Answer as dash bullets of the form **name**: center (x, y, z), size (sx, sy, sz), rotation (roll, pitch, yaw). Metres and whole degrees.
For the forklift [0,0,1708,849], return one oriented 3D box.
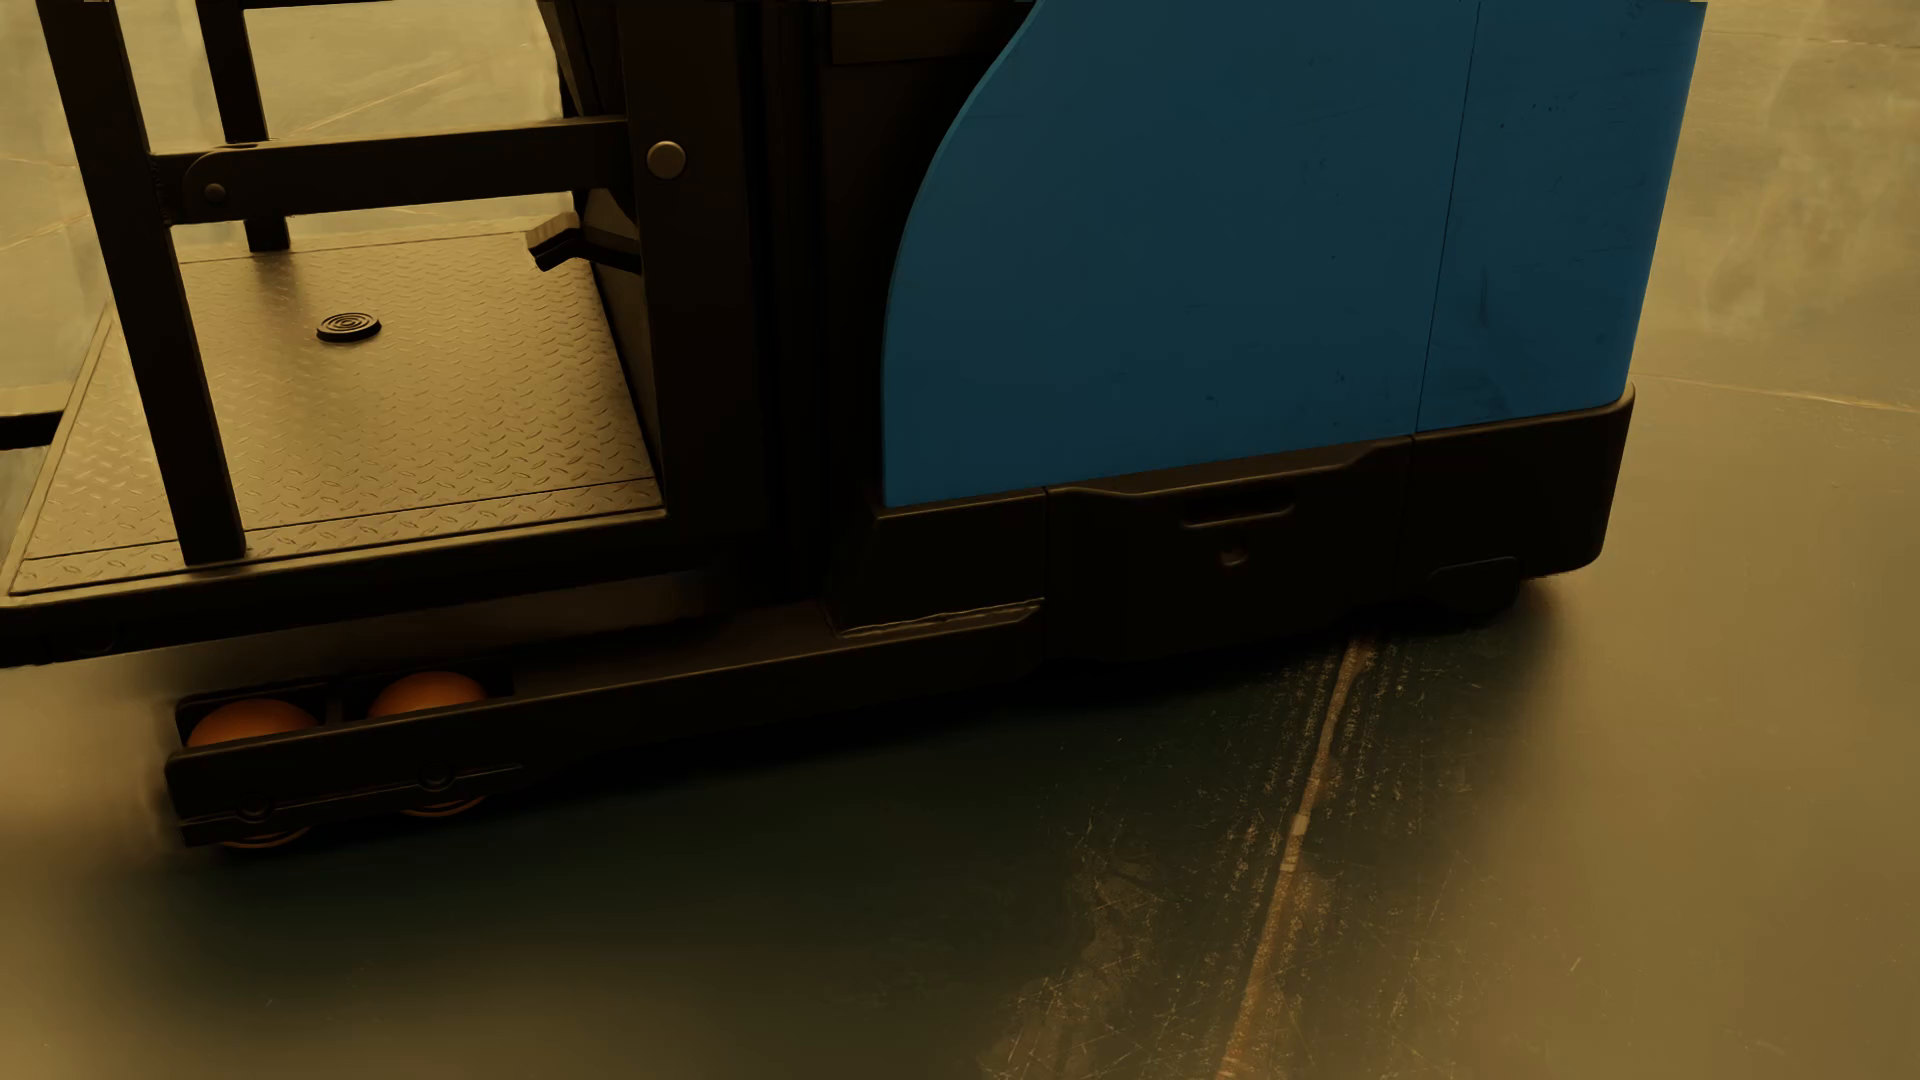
- **forklift**: center (-0.667, -1.217, 1.675), size (3.031, 2.935, 1.130), rotation (-8, 31, -15)
